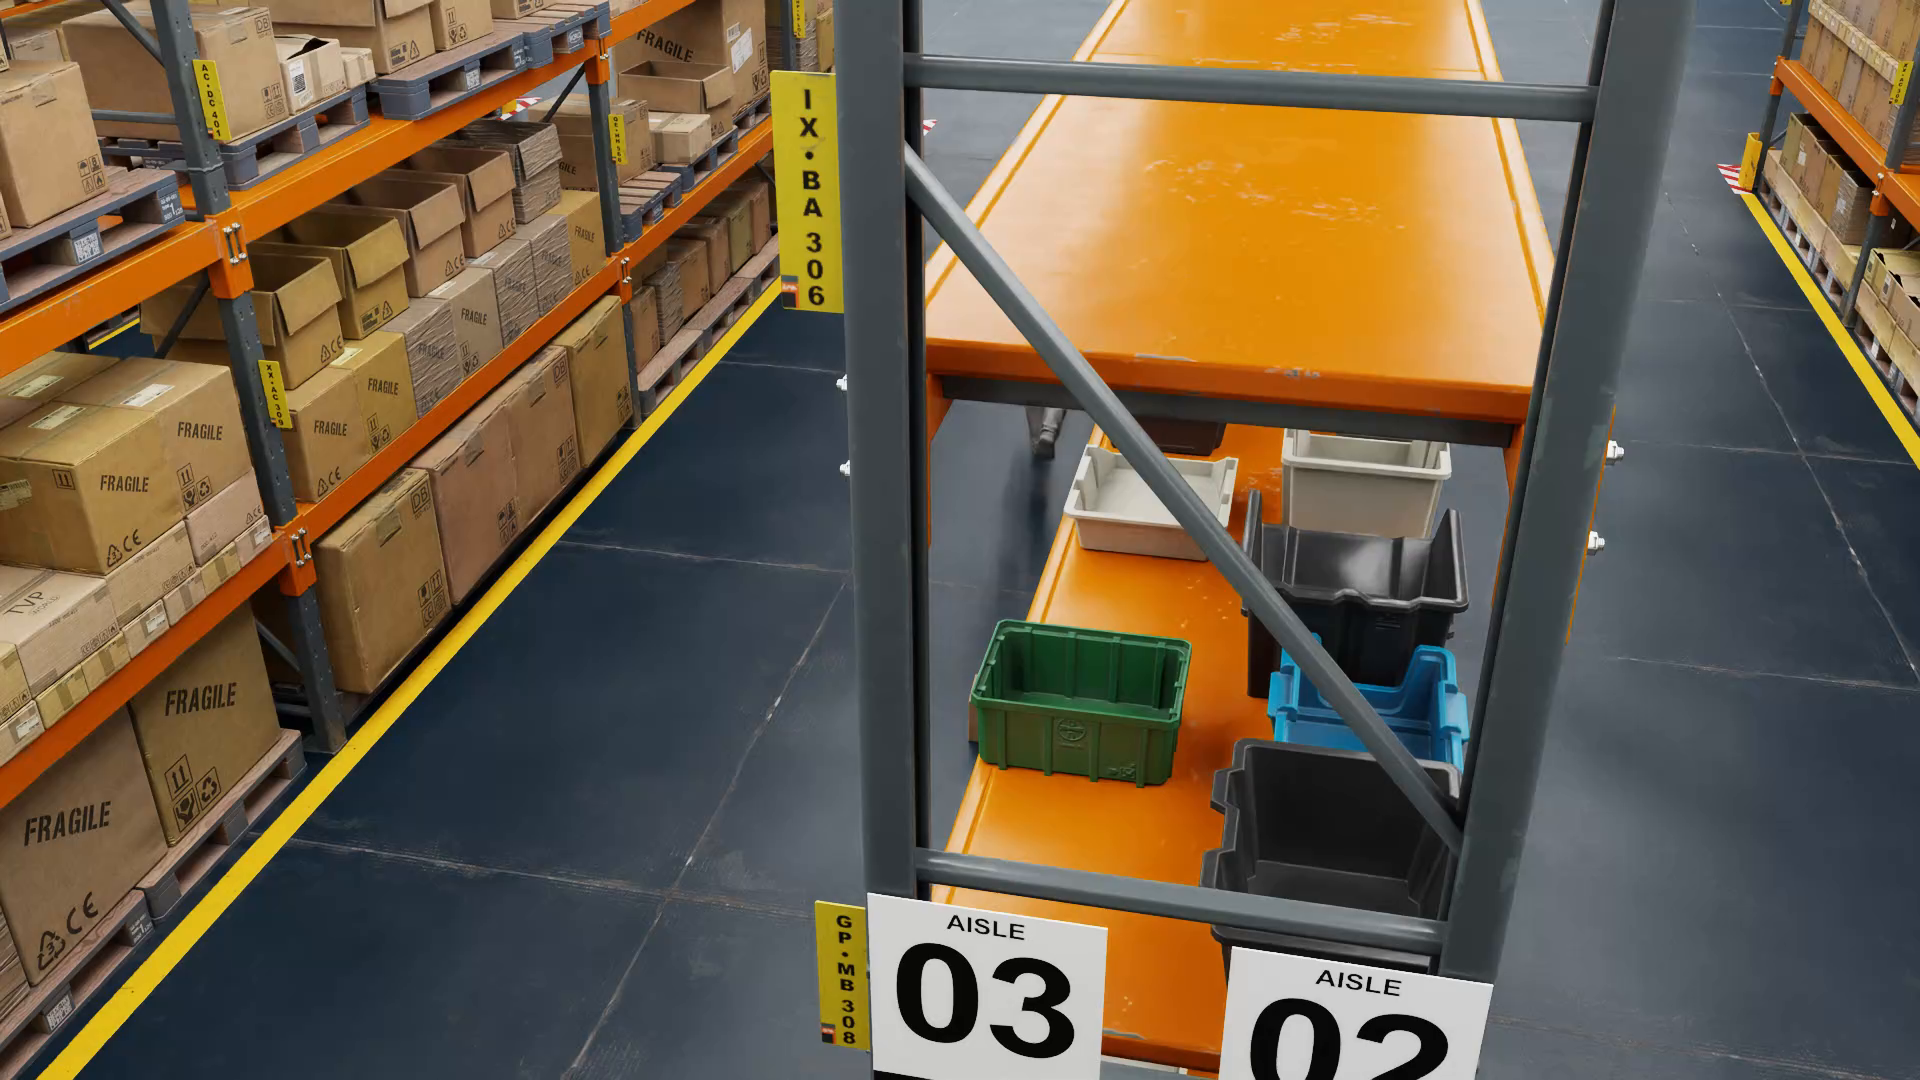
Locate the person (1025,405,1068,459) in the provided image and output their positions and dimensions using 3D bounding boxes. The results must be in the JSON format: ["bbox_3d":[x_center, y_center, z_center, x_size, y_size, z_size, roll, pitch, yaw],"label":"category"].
[{"bbox_3d":[0.597,-1.335,11.026,0.668,1.746,0.681,4,29,7],"label":"person"}]
